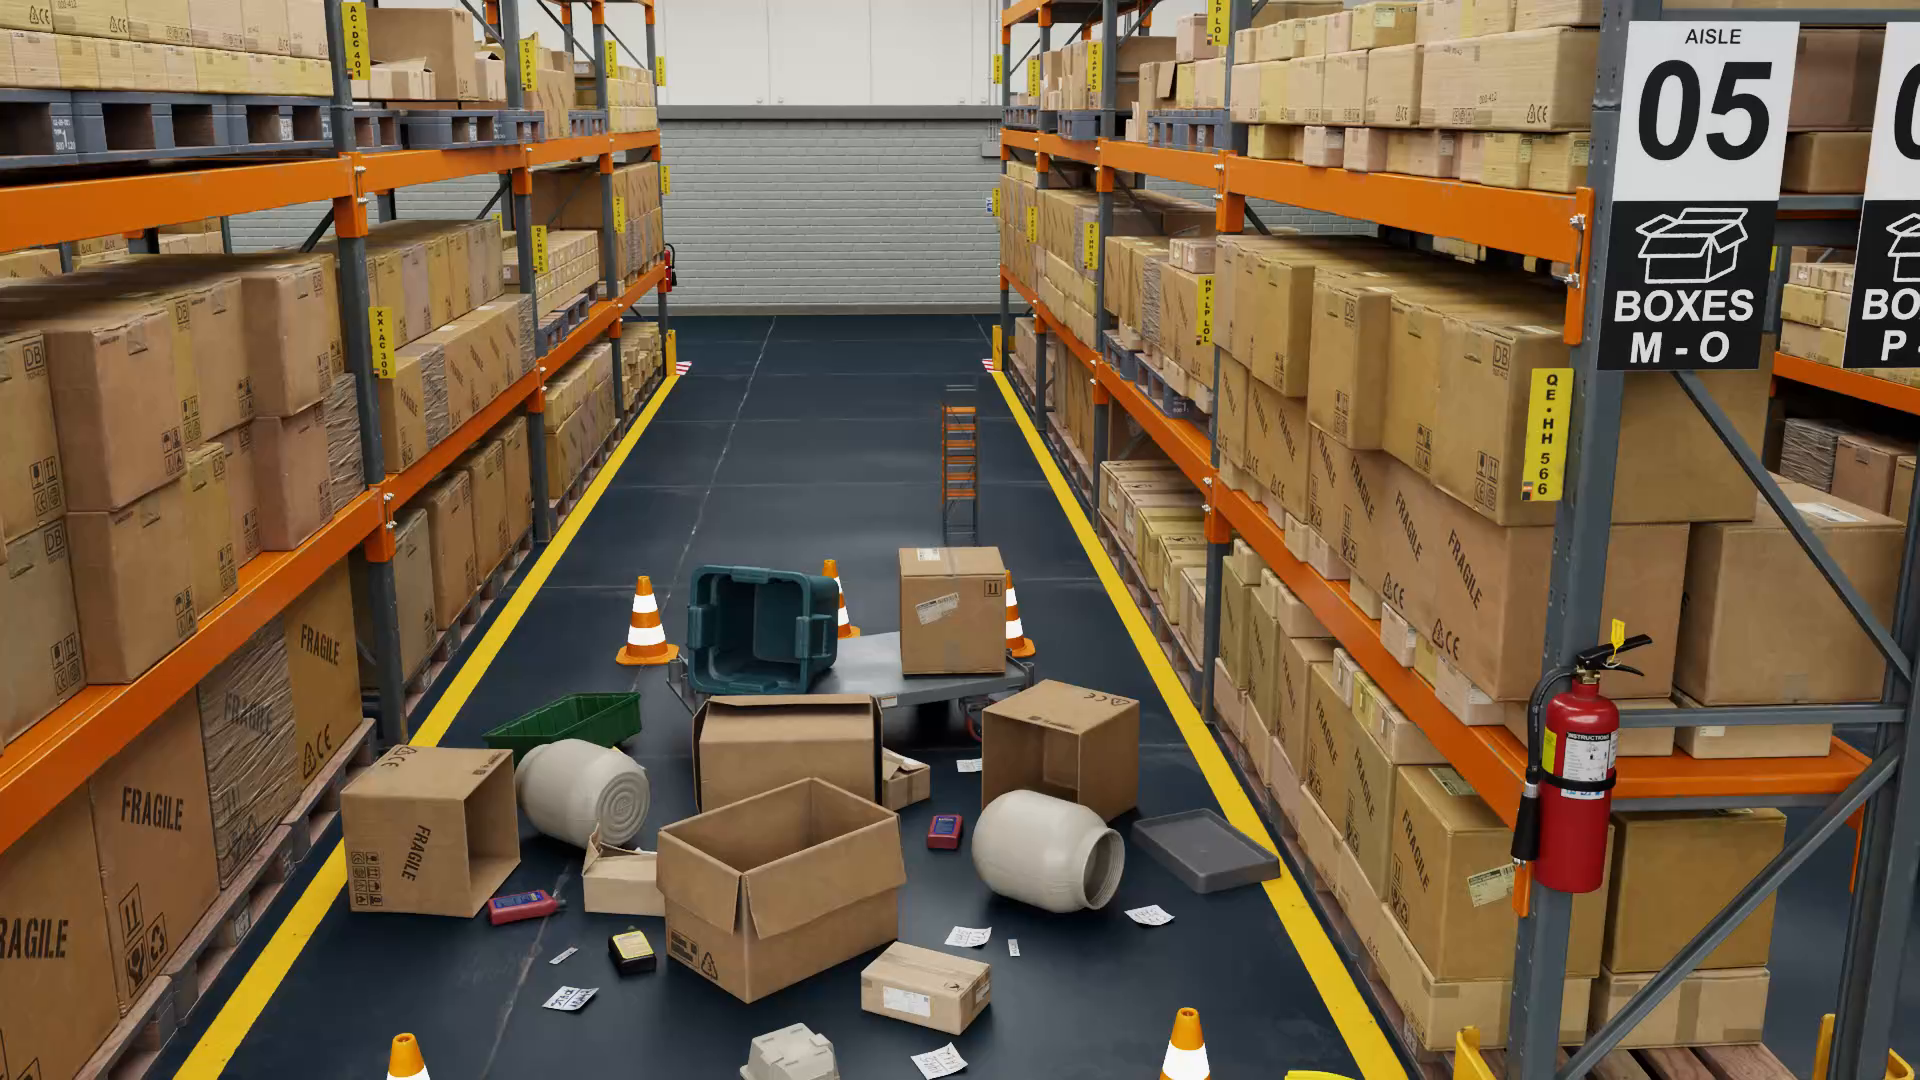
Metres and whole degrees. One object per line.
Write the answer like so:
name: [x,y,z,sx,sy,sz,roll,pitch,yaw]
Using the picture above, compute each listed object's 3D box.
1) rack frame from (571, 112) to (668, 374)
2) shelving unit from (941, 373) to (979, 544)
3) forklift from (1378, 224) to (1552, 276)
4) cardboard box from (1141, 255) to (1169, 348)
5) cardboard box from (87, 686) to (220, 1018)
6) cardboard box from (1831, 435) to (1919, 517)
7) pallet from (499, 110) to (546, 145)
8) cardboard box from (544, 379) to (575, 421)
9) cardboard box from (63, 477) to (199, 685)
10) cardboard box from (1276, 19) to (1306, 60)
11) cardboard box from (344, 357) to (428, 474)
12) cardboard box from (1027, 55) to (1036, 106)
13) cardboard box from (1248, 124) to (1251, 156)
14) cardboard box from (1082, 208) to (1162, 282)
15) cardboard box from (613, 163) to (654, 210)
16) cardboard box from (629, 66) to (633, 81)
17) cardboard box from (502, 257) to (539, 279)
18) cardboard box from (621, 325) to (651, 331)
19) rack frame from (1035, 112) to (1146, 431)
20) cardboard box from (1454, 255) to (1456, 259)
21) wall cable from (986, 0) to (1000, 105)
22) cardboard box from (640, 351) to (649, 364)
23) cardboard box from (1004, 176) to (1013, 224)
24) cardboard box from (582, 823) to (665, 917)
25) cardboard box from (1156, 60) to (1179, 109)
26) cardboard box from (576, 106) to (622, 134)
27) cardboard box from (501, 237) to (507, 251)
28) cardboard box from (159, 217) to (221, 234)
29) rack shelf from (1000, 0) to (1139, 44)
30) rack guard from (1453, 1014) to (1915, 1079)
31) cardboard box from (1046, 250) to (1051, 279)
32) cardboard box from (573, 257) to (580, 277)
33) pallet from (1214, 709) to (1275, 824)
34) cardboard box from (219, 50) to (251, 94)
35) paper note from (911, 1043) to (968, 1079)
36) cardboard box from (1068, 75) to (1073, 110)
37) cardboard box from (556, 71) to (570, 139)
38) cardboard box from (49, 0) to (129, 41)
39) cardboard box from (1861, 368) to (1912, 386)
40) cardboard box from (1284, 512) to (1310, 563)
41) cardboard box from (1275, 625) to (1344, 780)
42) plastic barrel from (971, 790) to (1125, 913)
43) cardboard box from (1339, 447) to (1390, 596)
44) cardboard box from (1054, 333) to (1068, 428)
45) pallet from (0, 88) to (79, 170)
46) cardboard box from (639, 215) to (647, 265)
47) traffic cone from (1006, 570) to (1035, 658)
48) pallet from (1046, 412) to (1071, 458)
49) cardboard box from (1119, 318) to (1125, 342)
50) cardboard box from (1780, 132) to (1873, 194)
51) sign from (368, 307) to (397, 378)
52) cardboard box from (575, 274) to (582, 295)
rack frame: [-3.945,-3.422,19.305,1.000,3.000,0.127,-1,14,-3]
shelving unit: [0.001,-0.577,11.863,0.258,1.200,0.189,-1,14,-3]
forklift: [3.166,-1.073,10.314,1.130,2.935,3.031,-1,14,-3]
cardboard box: [1.384,-1.428,9.916,0.500,0.500,0.500,-1,14,-6]
cardboard box: [-3.118,0.997,5.554,0.875,0.875,0.875,-1,14,-4]
cardboard box: [6.512,-0.347,11.277,0.875,0.625,0.625,0,14,-2]
pallet: [-3.357,-2.634,10.603,1.213,0.211,1.003,0,14,-1]
cardboard box: [-3.282,-1.089,12.909,0.500,0.250,0.500,-1,14,-4]
cardboard box: [-2.987,0.116,5.256,0.875,0.550,0.550,-1,14,-3]
cardboard box: [1.469,-1.977,6.574,0.380,0.149,0.250,-1,14,-4]
cardboard box: [-2.966,-0.621,8.218,0.500,0.500,0.500,-1,14,-3]
cardboard box: [0.964,-4.772,17.291,0.500,0.500,0.500,-1,14,-2]
cardboard box: [1.505,-1.788,7.439,0.380,0.149,0.250,-1,14,-4]
cardboard box: [1.192,-2.191,12.314,0.500,0.500,0.500,-1,14,-5]
cardboard box: [-3.637,-3.862,18.214,0.500,0.500,0.500,-1,14,-5]
cardboard box: [-3.558,-4.776,17.046,0.380,0.149,0.250,-1,14,-5]
cardboard box: [-3.304,-1.987,12.195,0.380,0.149,0.250,-1,14,-5]
cardboard box: [-3.701,-2.341,18.791,0.380,0.149,0.250,-1,14,-2]
rack frame: [1.237,-2.528,15.833,1.000,3.000,0.127,-1,14,-3]
cardboard box: [5.779,-3.136,18.699,0.380,0.149,0.250,-1,14,-3]
wall cable: [0.356,-7.839,24.434,0.463,3.000,0.029,-1,14,-3]
cardboard box: [-3.551,-1.940,17.827,0.380,0.149,0.250,0,14,-1]
cardboard box: [0.774,-3.804,18.583,0.500,0.500,0.500,-1,14,-5]
cardboard box: [-1.257,1.286,6.496,0.396,0.266,0.258,2,15,6]
cardboard box: [1.608,-2.657,10.108,0.797,0.503,0.637,-1,14,-3]
cardboard box: [-3.462,-3.926,15.547,0.500,0.250,0.500,0,14,-1]
cardboard box: [-4.082,-2.496,14.177,0.380,0.149,0.250,-1,14,-4]
cardboard box: [-8.609,-3.688,18.538,0.500,0.500,0.500,-1,14,-3]
rack shelf: [1.113,-5.389,17.159,1.077,0.370,4.000,-1,14,-3]
rack guard: [1.976,1.648,4.619,1.175,0.500,0.348,-1,14,-3]
cardboard box: [1.043,-2.455,14.845,0.500,0.250,0.500,-1,14,-3]
cardboard box: [-3.409,-2.297,13.998,0.380,0.149,0.250,-2,15,-6]
pallet: [1.810,0.978,7.801,1.003,0.211,1.213,-1,14,-3]
cardboard box: [-2.797,-1.682,5.984,0.380,0.149,0.250,-1,14,-3]
paper note: [-0.065,1.690,5.399,0.148,0.019,0.142,-6,16,-23]
cardboard box: [1.050,-3.462,12.868,0.396,0.266,0.258,-1,14,-5]
cardboard box: [-3.293,-3.328,12.720,0.500,0.500,0.500,-1,14,-3]
cardboard box: [-2.792,-1.594,4.843,0.500,0.250,0.500,-1,14,-4]
cardboard box: [6.287,-1.171,10.860,0.500,0.250,0.500,-1,14,-5]
cardboard box: [1.502,-0.016,6.571,0.380,0.149,0.250,-1,14,-3]
cardboard box: [1.575,0.639,6.693,0.500,0.500,0.500,0,14,-1]
plastic barrel: [0.341,1.213,6.461,0.512,0.421,0.421,10,18,35]
cardboard box: [1.618,-0.116,5.661,0.500,0.500,0.500,-1,14,-4]
cardboard box: [1.355,-1.550,15.451,0.875,0.875,0.875,0,14,-2]
pallet: [-3.010,-1.037,4.193,1.003,0.211,1.213,-1,14,-3]
cardboard box: [-3.572,-3.128,17.366,0.500,0.500,0.500,0,14,-1]
traffic cone: [0.259,0.403,9.531,0.336,0.463,0.334,-1,14,-3]
pallet: [1.360,-0.987,15.440,1.003,0.211,1.213,-1,14,-3]
cardboard box: [1.274,-1.392,11.078,0.380,0.149,0.250,-2,15,-7]
cardboard box: [2.284,-0.963,4.232,0.380,0.149,0.250,-1,14,-3]
sign: [-2.648,-0.904,7.623,0.100,0.325,0.005,-1,14,-3]
cardboard box: [-3.407,-2.155,14.043,0.380,0.149,0.250,-2,15,-6]
